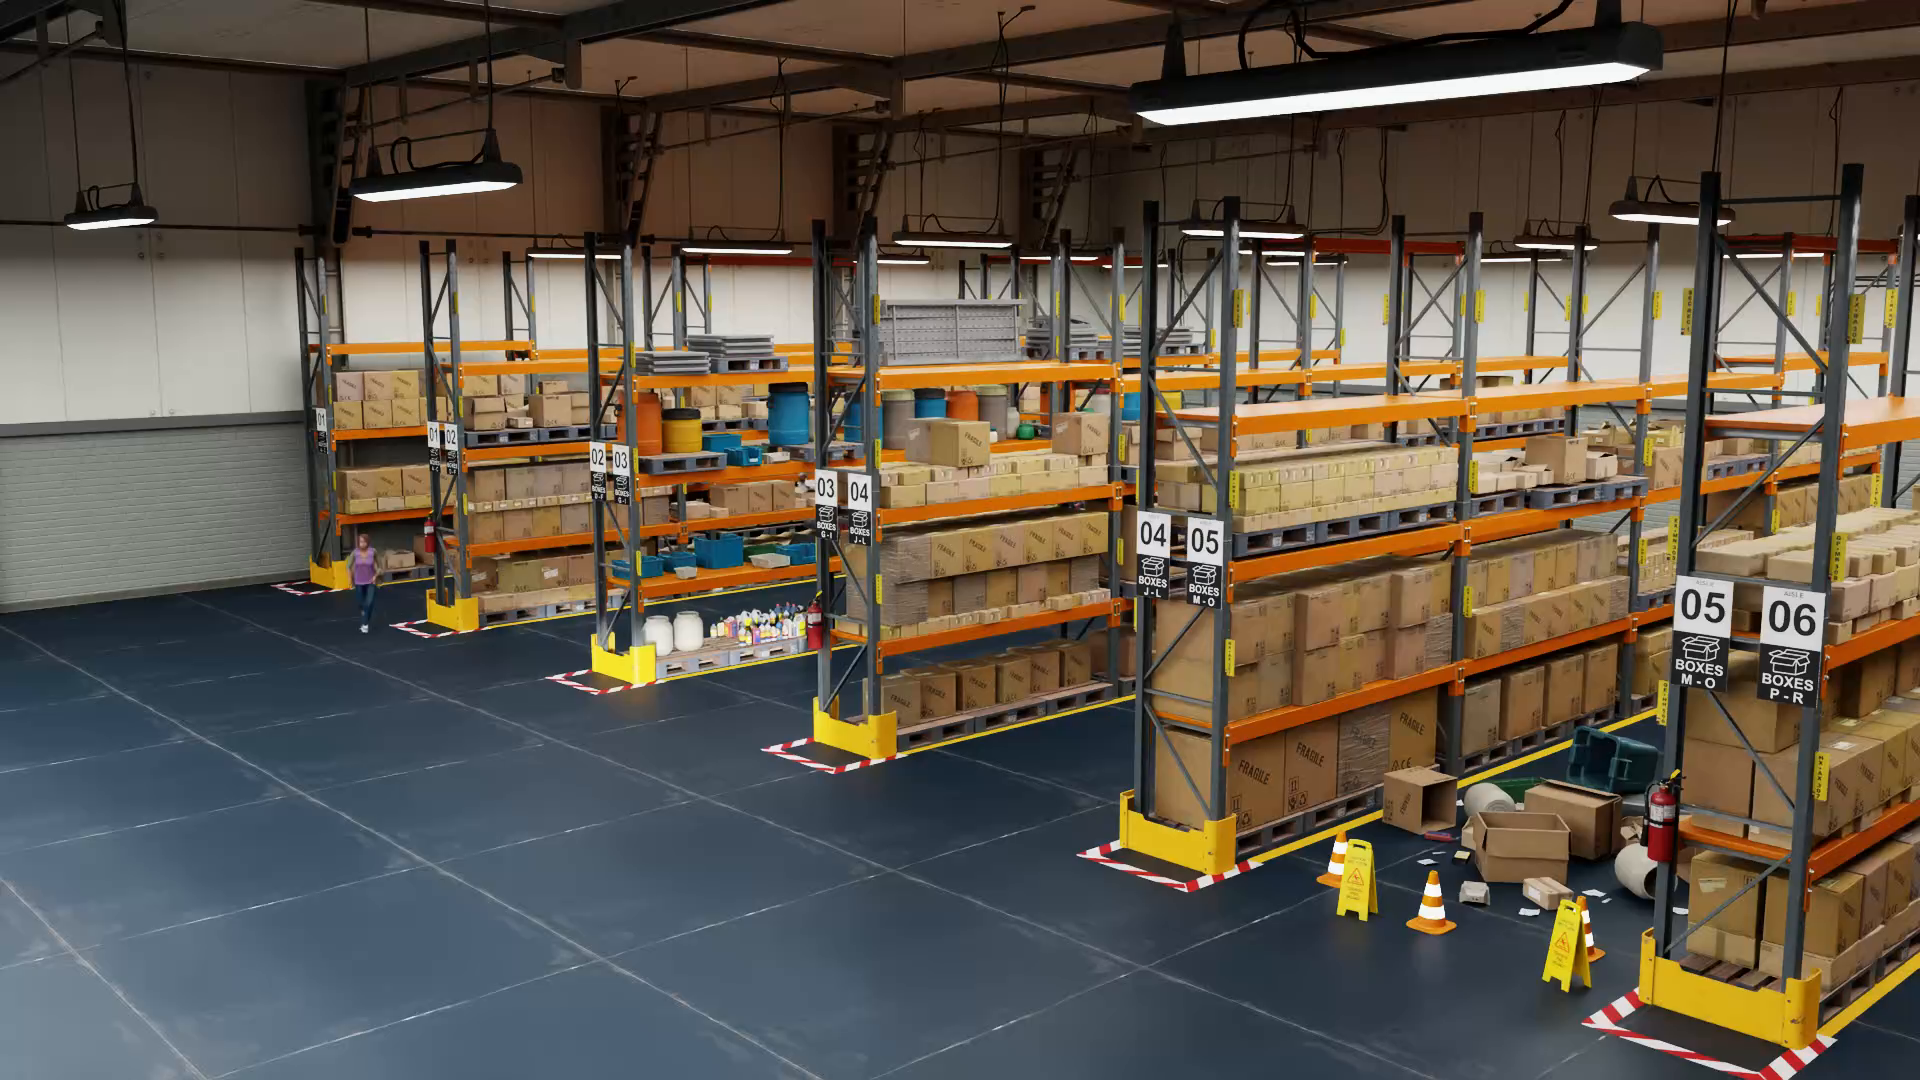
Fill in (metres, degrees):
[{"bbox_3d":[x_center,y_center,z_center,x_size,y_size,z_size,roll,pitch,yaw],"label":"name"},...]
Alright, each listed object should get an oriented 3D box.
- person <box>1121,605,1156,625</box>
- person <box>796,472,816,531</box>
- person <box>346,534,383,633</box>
[{"bbox_3d":[2.576,0.475,24.386,0.958,1.814,0.662,-4,9,-25],"label":"person"},{"bbox_3d":[-3.175,-0.712,34.812,0.569,1.574,0.825,5,10,29],"label":"person"},{"bbox_3d":[-9.201,0.656,25.738,0.548,1.532,0.560,-2,9,-16],"label":"person"}]
